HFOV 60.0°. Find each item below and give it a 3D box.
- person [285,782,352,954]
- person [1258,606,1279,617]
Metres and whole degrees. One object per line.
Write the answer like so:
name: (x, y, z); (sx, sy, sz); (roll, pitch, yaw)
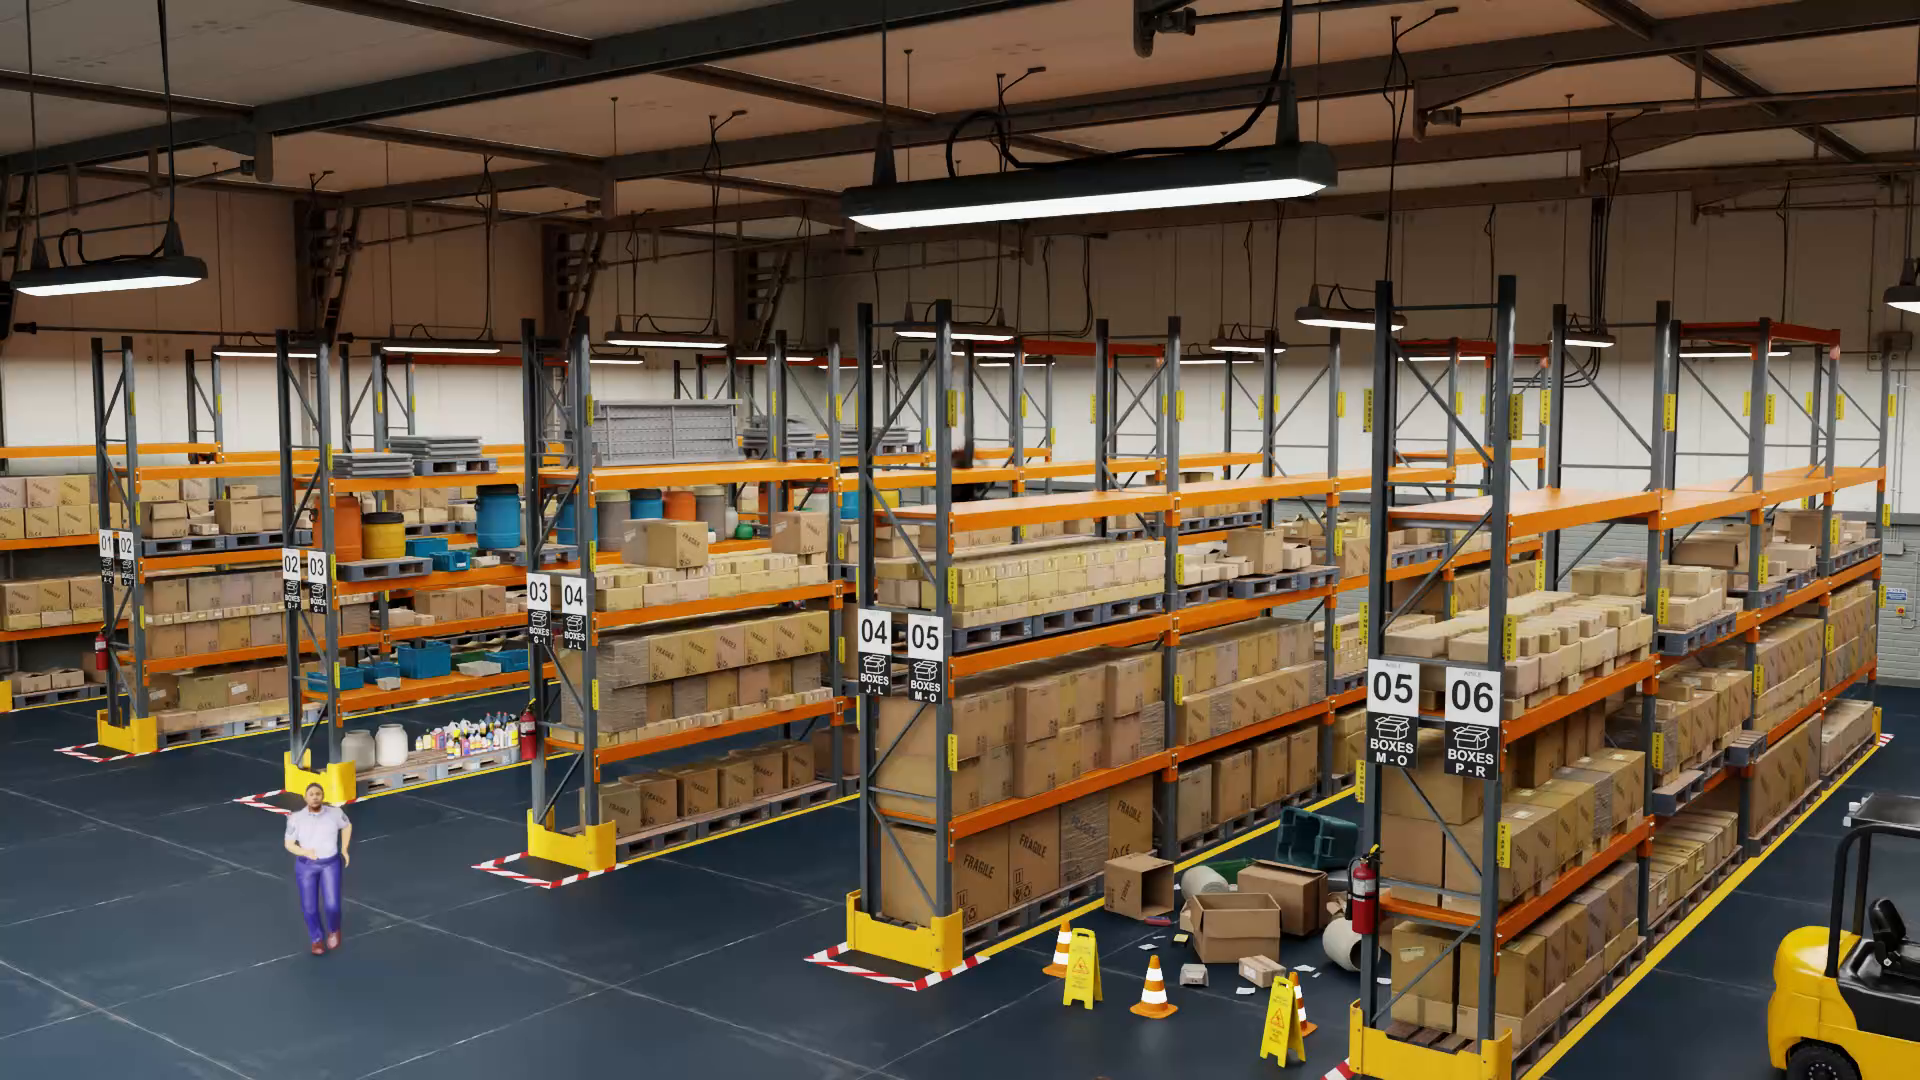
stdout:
person: (-5.881, 3.026, 15.271); (0.581, 1.609, 0.601); (-2, 5, -21)
person: (5.905, 1.540, 32.149); (0.565, 1.676, 0.881); (-3, 6, -32)
